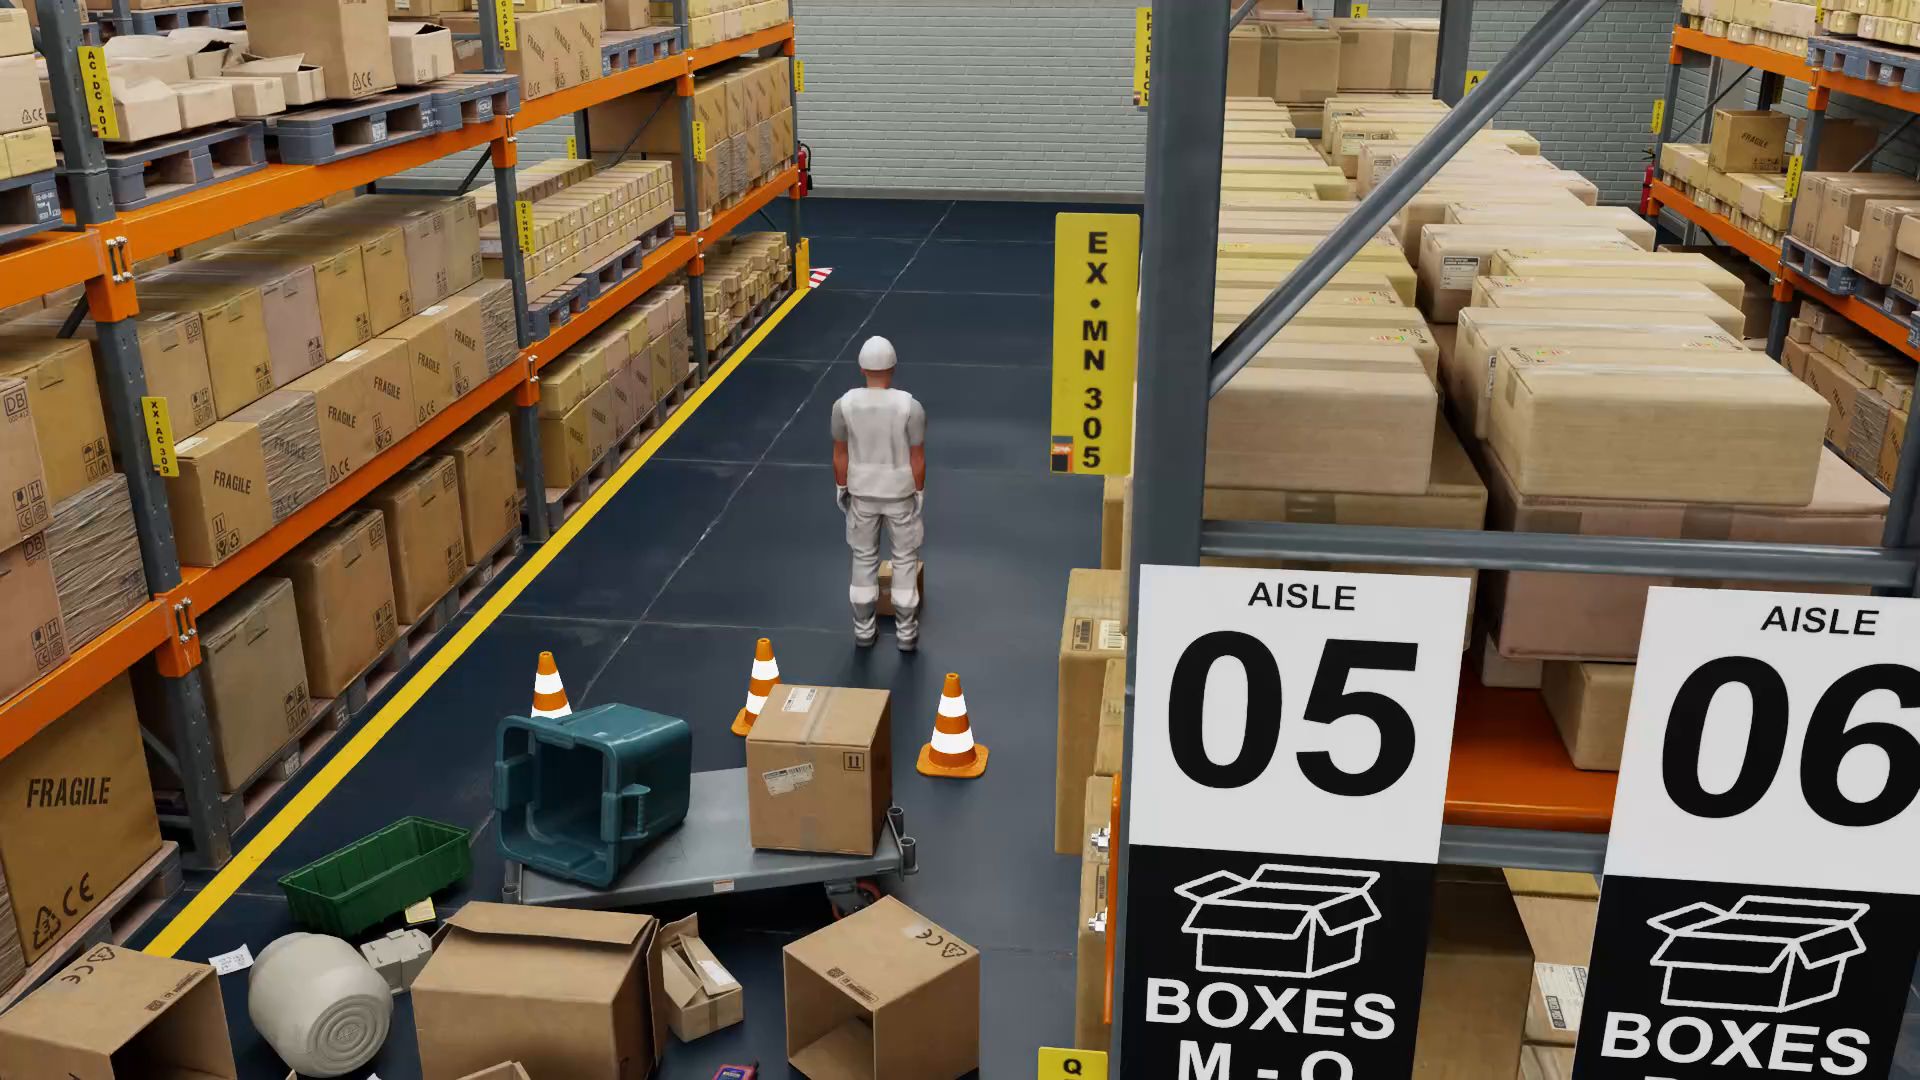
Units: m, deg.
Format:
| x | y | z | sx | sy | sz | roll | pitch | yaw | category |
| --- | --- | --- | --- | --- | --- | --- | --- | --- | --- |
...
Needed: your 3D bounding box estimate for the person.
| x | y | z | sx | sy | sz | roll | pitch | yaw | category |
| --- | --- | --- | --- | --- | --- | --- | --- | --- | --- |
| -0.437 | -0.250 | 9.227 | 0.524 | 1.799 | 0.341 | 3 | 21 | 8 | person |
